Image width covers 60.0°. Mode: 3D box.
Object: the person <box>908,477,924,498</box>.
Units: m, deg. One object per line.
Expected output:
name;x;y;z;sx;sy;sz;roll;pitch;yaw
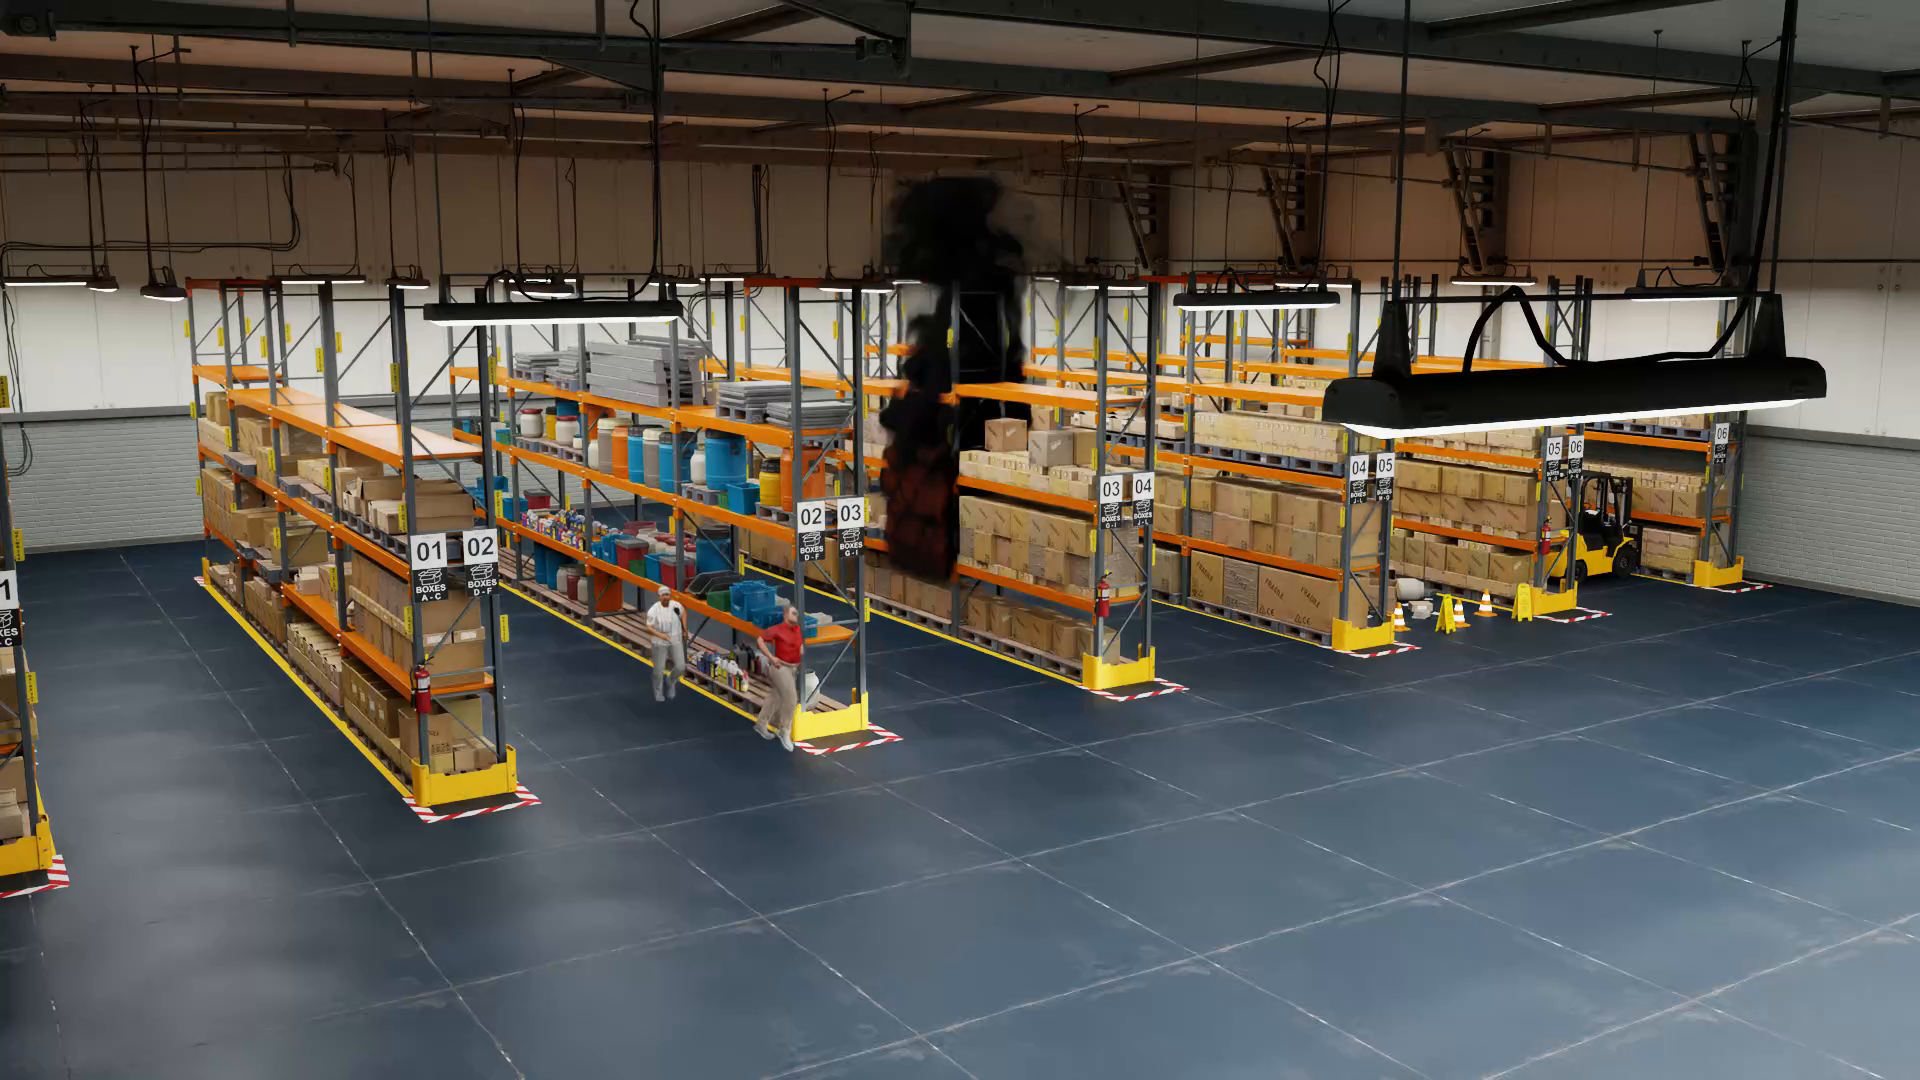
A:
person;-0.959;-0.542;36.434;0.627;1.677;0.858;-7;12;-37

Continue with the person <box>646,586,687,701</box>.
person;-4.002;1.437;22.876;0.628;1.639;0.697;-5;11;-26

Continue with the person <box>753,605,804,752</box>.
person;-2.275;1.717;21.178;0.670;1.796;0.684;4;10;23
